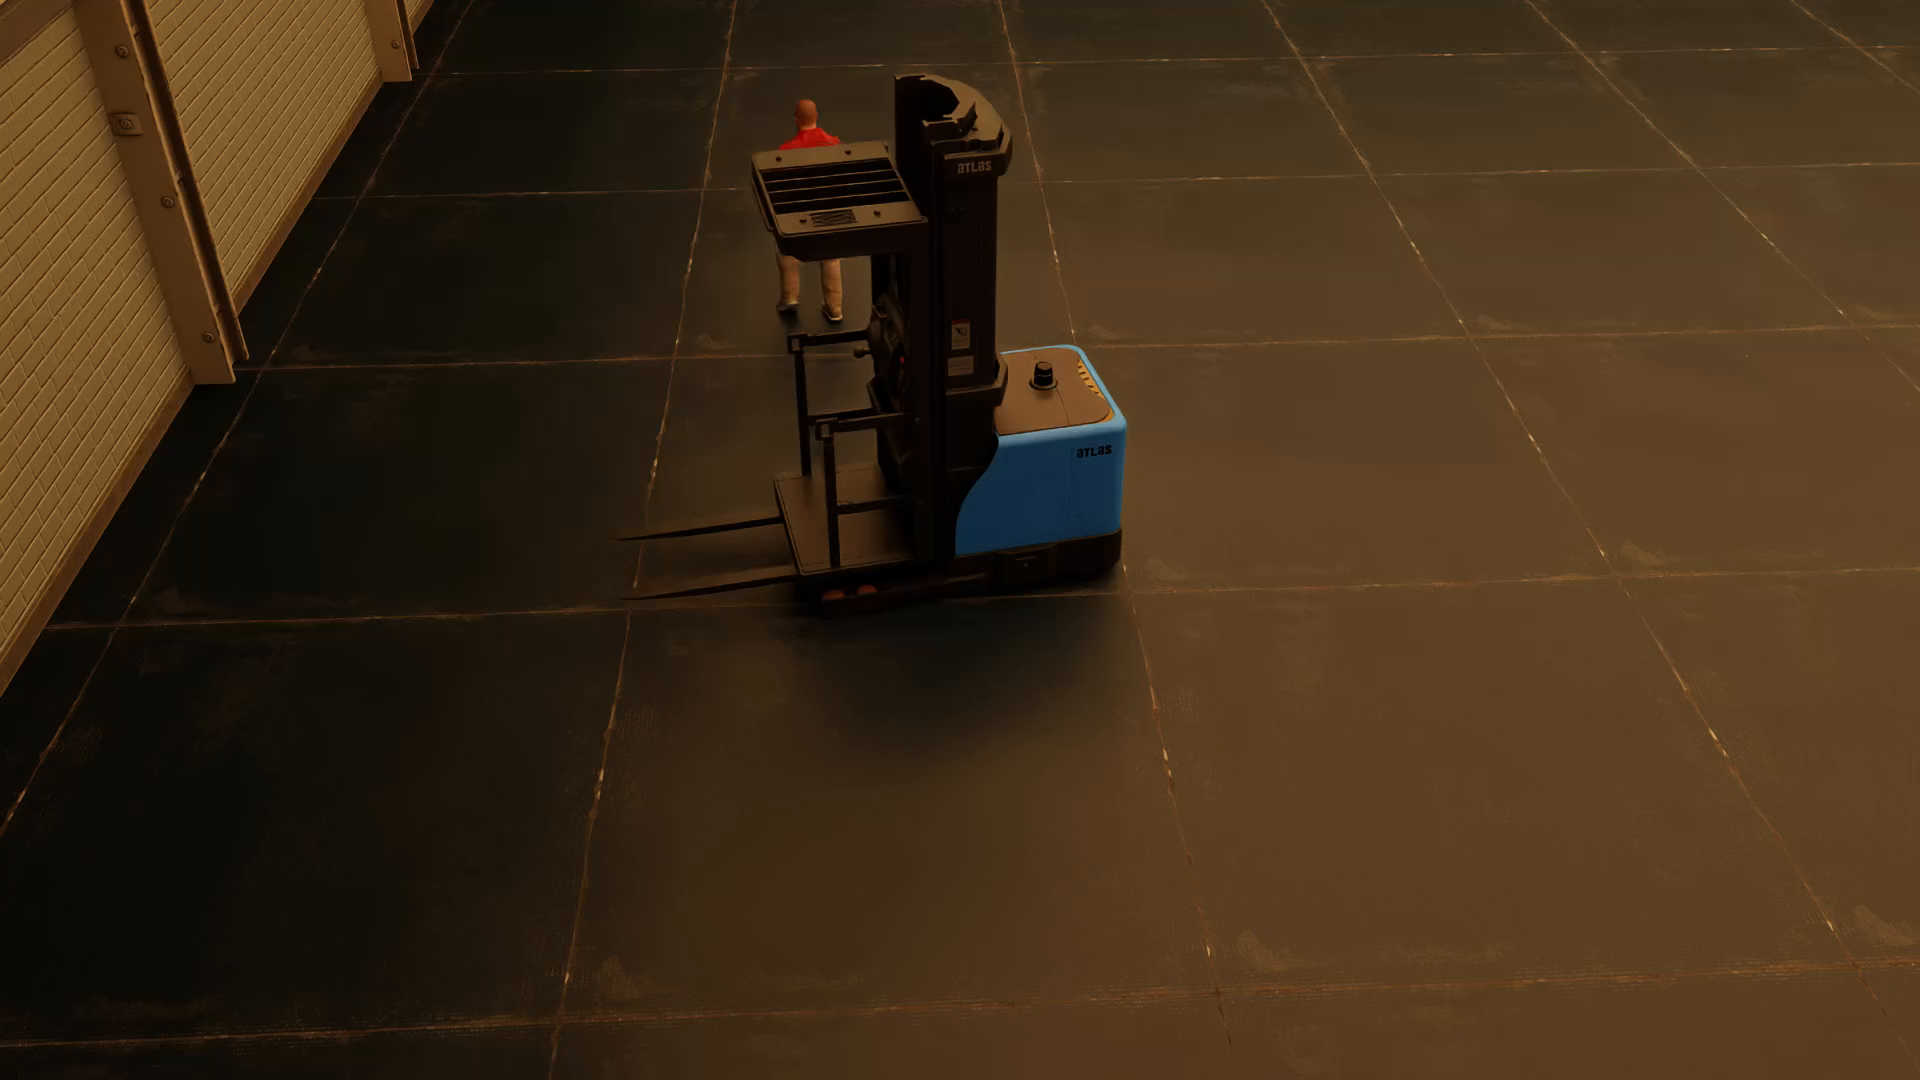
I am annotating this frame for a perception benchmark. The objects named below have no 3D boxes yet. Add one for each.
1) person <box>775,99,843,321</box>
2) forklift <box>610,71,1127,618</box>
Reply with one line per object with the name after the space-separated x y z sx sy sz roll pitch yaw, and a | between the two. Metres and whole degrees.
-1.114 -2.449 12.482 0.636 1.787 0.504 -11 38 -15 | person
-0.589 -1.067 9.476 3.031 2.935 1.130 -8 37 -11 | forklift
